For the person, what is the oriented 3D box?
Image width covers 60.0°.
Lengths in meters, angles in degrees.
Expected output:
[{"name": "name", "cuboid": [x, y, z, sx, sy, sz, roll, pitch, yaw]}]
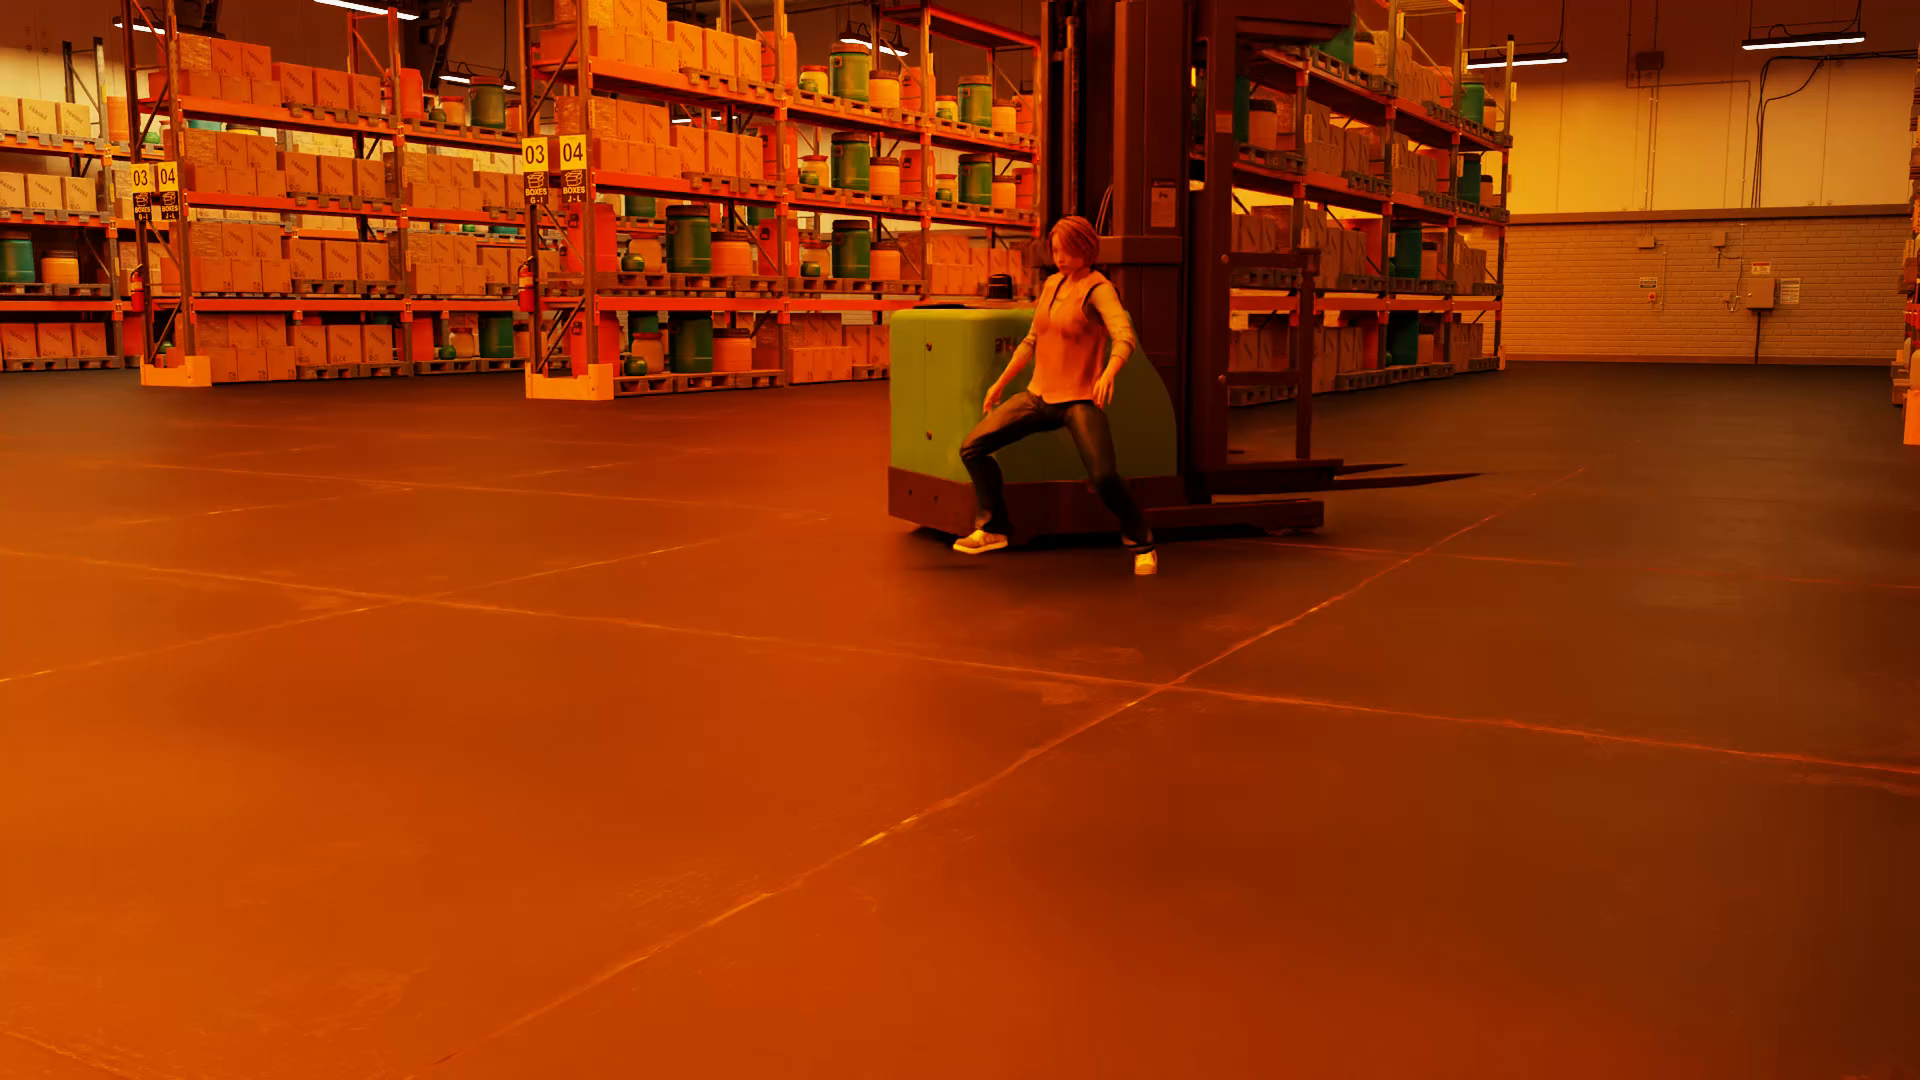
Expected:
[{"name": "person", "cuboid": [0.458, -0.579, 6.827, 0.651, 1.484, 0.822, -7, 10, -41]}]

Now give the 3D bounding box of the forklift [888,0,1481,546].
[{"name": "forklift", "cuboid": [1.208, -1.533, 8.204, 3.031, 2.935, 1.130, -4, 9, -24]}]
